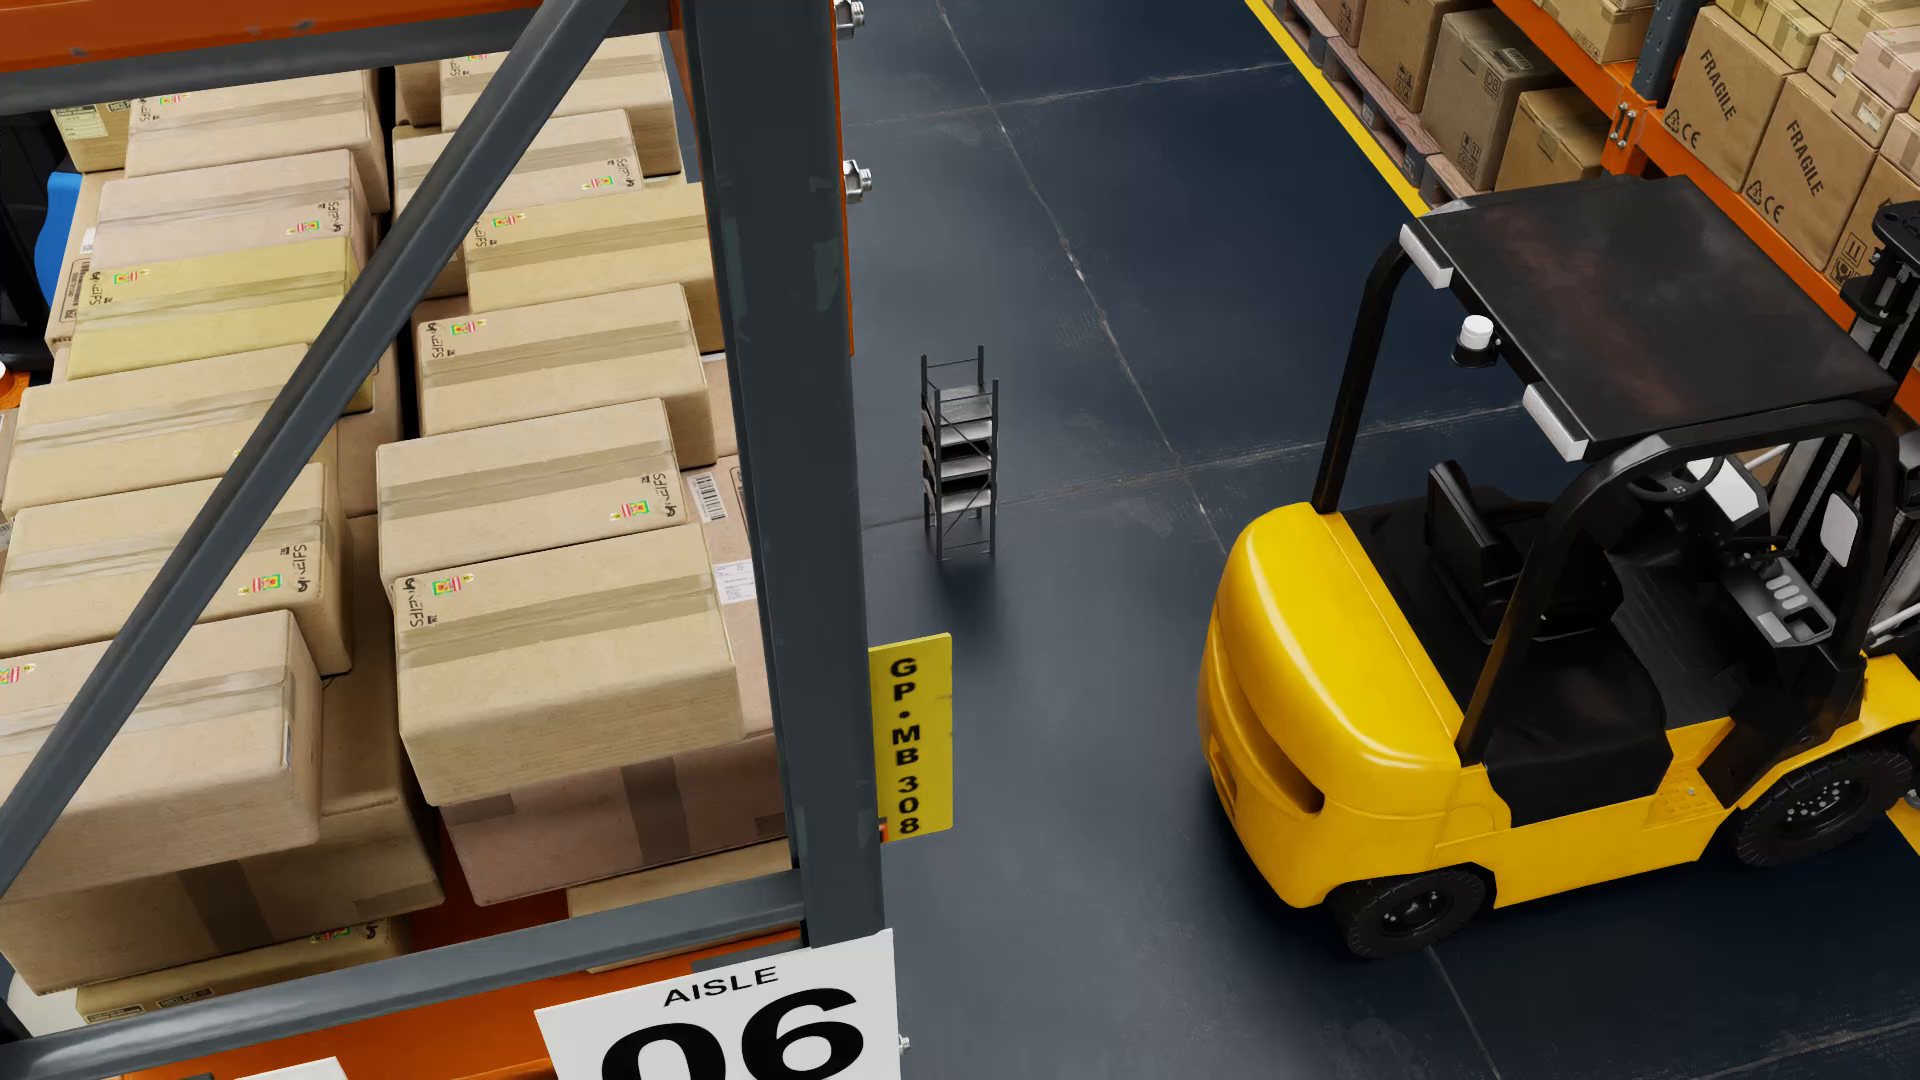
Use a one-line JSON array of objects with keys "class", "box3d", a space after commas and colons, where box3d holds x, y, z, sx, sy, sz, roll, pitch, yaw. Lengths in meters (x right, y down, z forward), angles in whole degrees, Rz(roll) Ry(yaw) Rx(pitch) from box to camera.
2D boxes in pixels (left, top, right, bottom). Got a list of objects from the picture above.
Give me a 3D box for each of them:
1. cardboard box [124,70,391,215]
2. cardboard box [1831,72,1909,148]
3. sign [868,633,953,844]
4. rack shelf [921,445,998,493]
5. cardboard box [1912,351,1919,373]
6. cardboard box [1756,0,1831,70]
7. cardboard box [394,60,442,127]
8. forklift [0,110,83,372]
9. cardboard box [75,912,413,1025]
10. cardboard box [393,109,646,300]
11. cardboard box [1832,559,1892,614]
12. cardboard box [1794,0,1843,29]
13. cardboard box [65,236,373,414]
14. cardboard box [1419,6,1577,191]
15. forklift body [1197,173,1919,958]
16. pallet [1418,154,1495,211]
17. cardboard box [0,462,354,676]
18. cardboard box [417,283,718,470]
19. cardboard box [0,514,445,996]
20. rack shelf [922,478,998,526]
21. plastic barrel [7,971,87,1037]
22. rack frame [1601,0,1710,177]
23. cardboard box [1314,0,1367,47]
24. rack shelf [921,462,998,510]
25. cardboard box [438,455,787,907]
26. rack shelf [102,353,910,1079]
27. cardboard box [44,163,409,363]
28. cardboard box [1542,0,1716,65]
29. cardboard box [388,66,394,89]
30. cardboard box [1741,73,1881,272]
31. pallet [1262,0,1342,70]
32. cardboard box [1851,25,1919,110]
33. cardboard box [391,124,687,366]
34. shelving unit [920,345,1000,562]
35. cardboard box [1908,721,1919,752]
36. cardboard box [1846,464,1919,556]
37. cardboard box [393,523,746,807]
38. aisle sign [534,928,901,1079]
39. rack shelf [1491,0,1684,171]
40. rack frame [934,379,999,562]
[{"class": "cardboard box", "box3d": [-1.178, -0.649, 2.803, 0.380, 0.149, 0.250, -12, 47, -11]}, {"class": "cardboard box", "box3d": [3.172, -1.459, 5.555, 0.380, 0.149, 0.250, -10, 46, -9]}, {"class": "sign", "box3d": [-0.057, 0.214, 1.728, 0.100, 0.325, 0.005, -11, 47, -10]}, {"class": "rack shelf", "box3d": [-0.002, -0.297, 6.458, 0.258, 0.077, 0.200, -11, 47, -10]}, {"class": "cardboard box", "box3d": [3.441, -0.626, 5.193, 0.500, 0.500, 0.500, -10, 46, -10]}, {"class": "cardboard box", "box3d": [3.087, -1.818, 5.907, 0.380, 0.149, 0.250, -10, 46, -9]}, {"class": "cardboard box", "box3d": [-0.835, -0.911, 3.060, 0.380, 0.149, 0.250, -10, 46, -9]}, {"class": "forklift", "box3d": [-4.306, -2.148, 6.803, 3.031, 2.935, 1.130, 5, 46, 5]}, {"class": "cardboard box", "box3d": [-0.943, 0.512, 2.223, 0.380, 0.149, 0.250, -11, 47, -10]}, {"class": "cardboard box", "box3d": [-0.708, -0.550, 2.706, 0.380, 0.149, 0.250, -11, 47, -11]}, {"class": "cardboard box", "box3d": [3.394, 0.074, 5.858, 0.500, 0.250, 0.500, -11, 47, -10]}, {"class": "cardboard box", "box3d": [3.158, -1.933, 5.812, 0.380, 0.149, 0.250, -10, 46, -10]}, {"class": "cardboard box", "box3d": [-1.081, -0.294, 2.455, 0.380, 0.149, 0.250, -10, 46, -10]}, {"class": "cardboard box", "box3d": [2.856, -2.214, 8.188, 0.875, 0.625, 0.625, -11, 47, -11]}, {"class": "forklift body", "box3d": [1.967, 0.081, 5.165, 2.313, 2.155, 1.214, -11, 47, -10]}, {"class": "pallet", "box3d": [2.966, -1.528, 8.100, 1.003, 0.211, 1.213, -11, 47, -10]}, {"class": "cardboard box", "box3d": [-0.982, 0.064, 2.105, 0.380, 0.149, 0.250, -10, 46, -10]}, {"class": "cardboard box", "box3d": [-0.560, -0.209, 2.372, 0.380, 0.149, 0.250, -11, 47, -10]}, {"class": "cardboard box", "box3d": [-0.973, 0.264, 2.188, 0.500, 0.250, 0.500, -11, 47, -11]}, {"class": "rack shelf", "box3d": [-0.002, -0.171, 6.586, 0.258, 0.077, 0.200, -11, 47, -10]}, {"class": "plastic barrel", "box3d": [-2.574, 1.422, 5.060, 0.512, 0.421, 0.421, 19, 48, 17]}, {"class": "rack frame", "box3d": [3.192, -2.002, 6.612, 1.000, 3.000, 0.127, -11, 47, -10]}, {"class": "cardboard box", "box3d": [2.489, -3.197, 9.152, 0.875, 0.625, 0.625, -9, 46, -9]}, {"class": "rack shelf", "box3d": [-0.002, -0.234, 6.522, 0.258, 0.077, 0.200, -11, 47, -10]}, {"class": "cardboard box", "box3d": [-0.453, 0.172, 2.278, 0.500, 0.250, 0.500, -11, 47, -11]}, {"class": "rack shelf", "box3d": [-1.093, -0.510, 3.553, 1.077, 0.370, 4.000, -11, 47, -10]}, {"class": "cardboard box", "box3d": [-1.238, -0.441, 2.878, 0.500, 0.250, 0.500, -10, 46, -9]}, {"class": "cardboard box", "box3d": [2.810, -2.250, 6.960, 0.500, 0.250, 0.500, -10, 46, -9]}, {"class": "cardboard box", "box3d": [-1.501, -1.137, 3.561, 0.500, 0.250, 0.500, -10, 46, -10]}, {"class": "cardboard box", "box3d": [3.202, -1.327, 5.880, 0.500, 0.500, 0.500, -10, 46, -10]}, {"class": "pallet", "box3d": [2.341, -3.212, 9.750, 1.003, 0.211, 1.213, -11, 47, -10]}, {"class": "cardboard box", "box3d": [3.182, -1.559, 5.445, 0.380, 0.149, 0.250, -10, 46, -9]}, {"class": "cardboard box", "box3d": [-0.728, -0.530, 2.965, 0.500, 0.250, 0.500, -9, 46, -9]}, {"class": "shelving unit", "box3d": [-0.002, -0.321, 6.434, 0.258, 0.900, 0.210, -11, 47, -10]}, {"class": "cardboard box", "box3d": [3.553, 0.616, 5.677, 0.500, 0.250, 0.500, -10, 46, -10]}, {"class": "cardboard box", "box3d": [3.399, -0.085, 5.665, 0.500, 0.250, 0.500, -12, 47, -11]}, {"class": "cardboard box", "box3d": [-0.475, 0.146, 2.024, 0.380, 0.149, 0.250, -11, 47, -11]}, {"class": "aisle sign", "box3d": [-0.266, 0.746, 2.099, 0.394, 0.787, 0.004, -11, 47, -10]}, {"class": "rack shelf", "box3d": [2.680, -3.131, 8.222, 1.077, 0.370, 4.000, -11, 47, -10]}, {"class": "rack frame", "box3d": [0.024, -0.250, 6.365, 0.240, 0.900, 0.006, -11, 47, -10]}]
